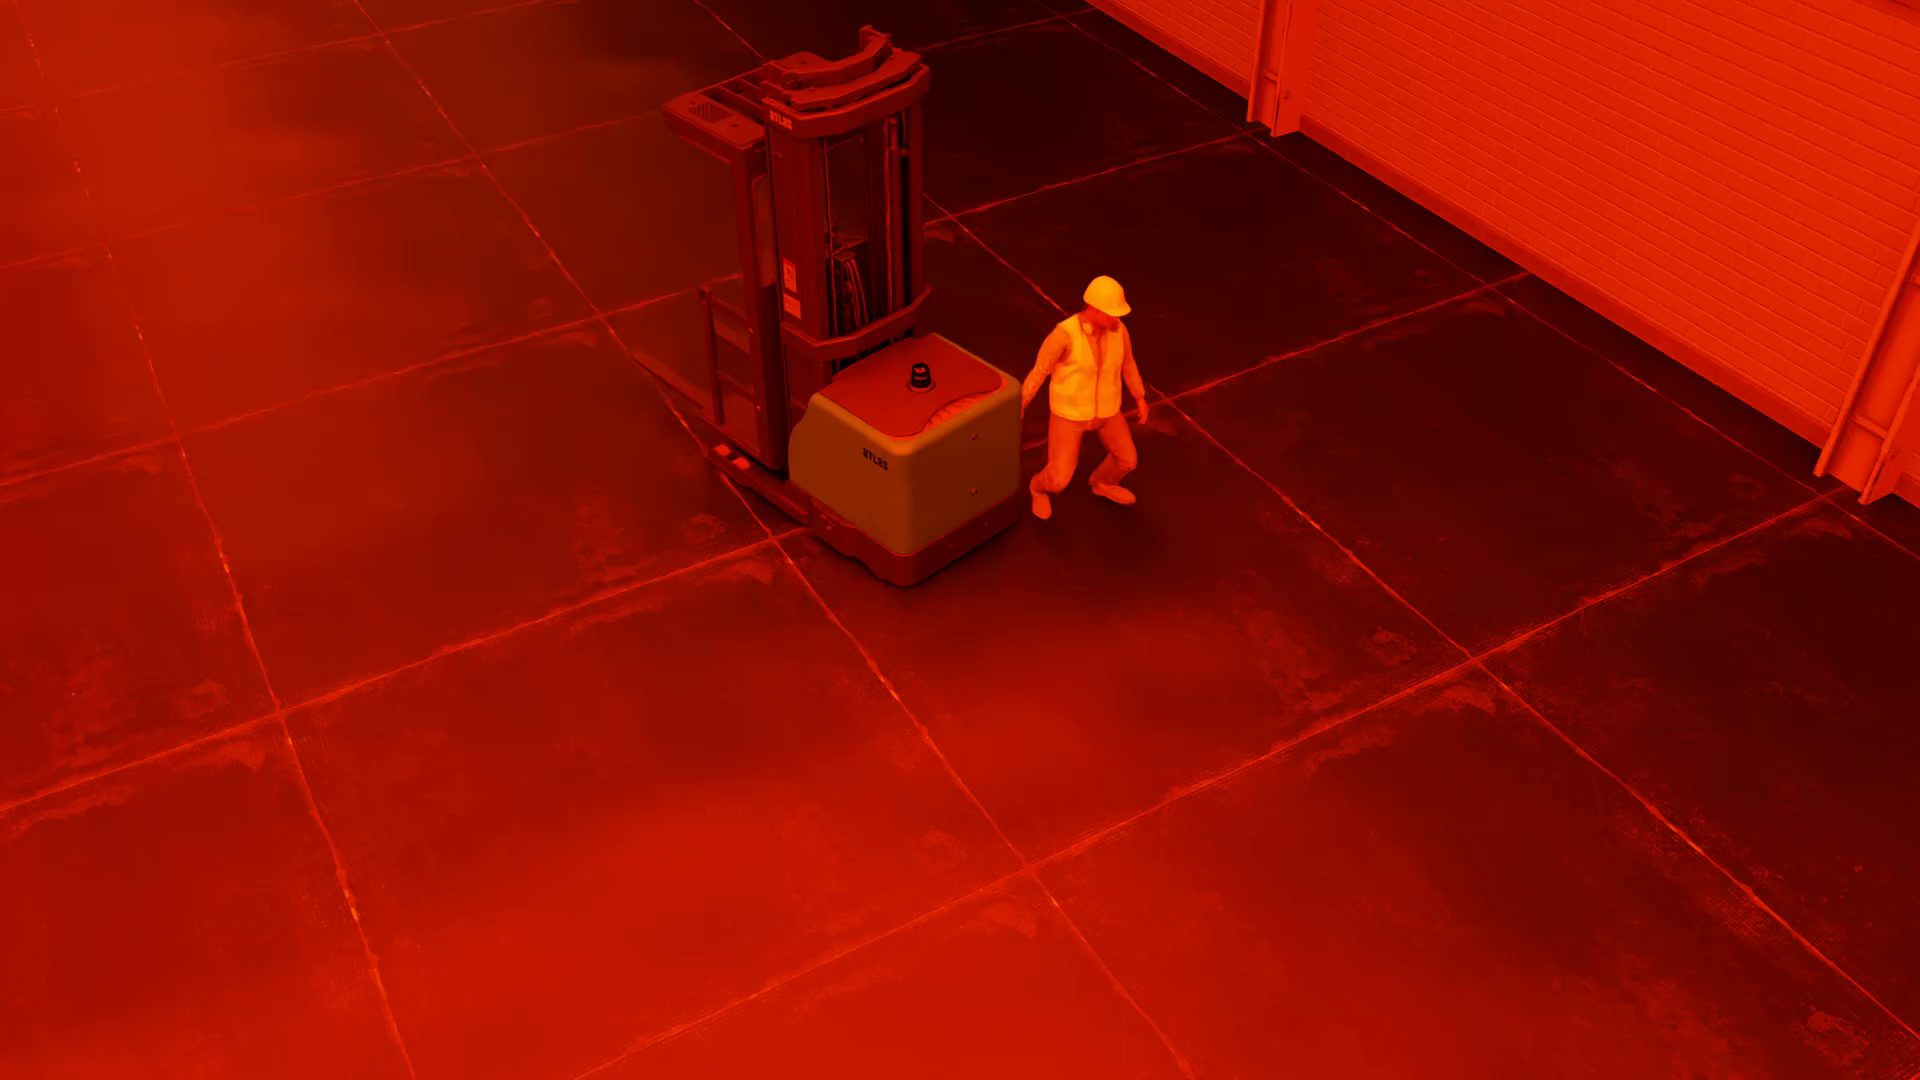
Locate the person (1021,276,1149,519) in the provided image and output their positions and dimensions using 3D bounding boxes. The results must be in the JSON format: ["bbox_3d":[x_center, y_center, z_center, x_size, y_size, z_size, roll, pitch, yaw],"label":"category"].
[{"bbox_3d":[0.726,-0.825,10.011,0.870,1.689,0.470,-12,41,-15],"label":"person"}]

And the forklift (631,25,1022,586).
[{"bbox_3d":[-0.999,-1.697,10.082,1.130,2.935,3.031,-31,49,-32],"label":"forklift"}]
